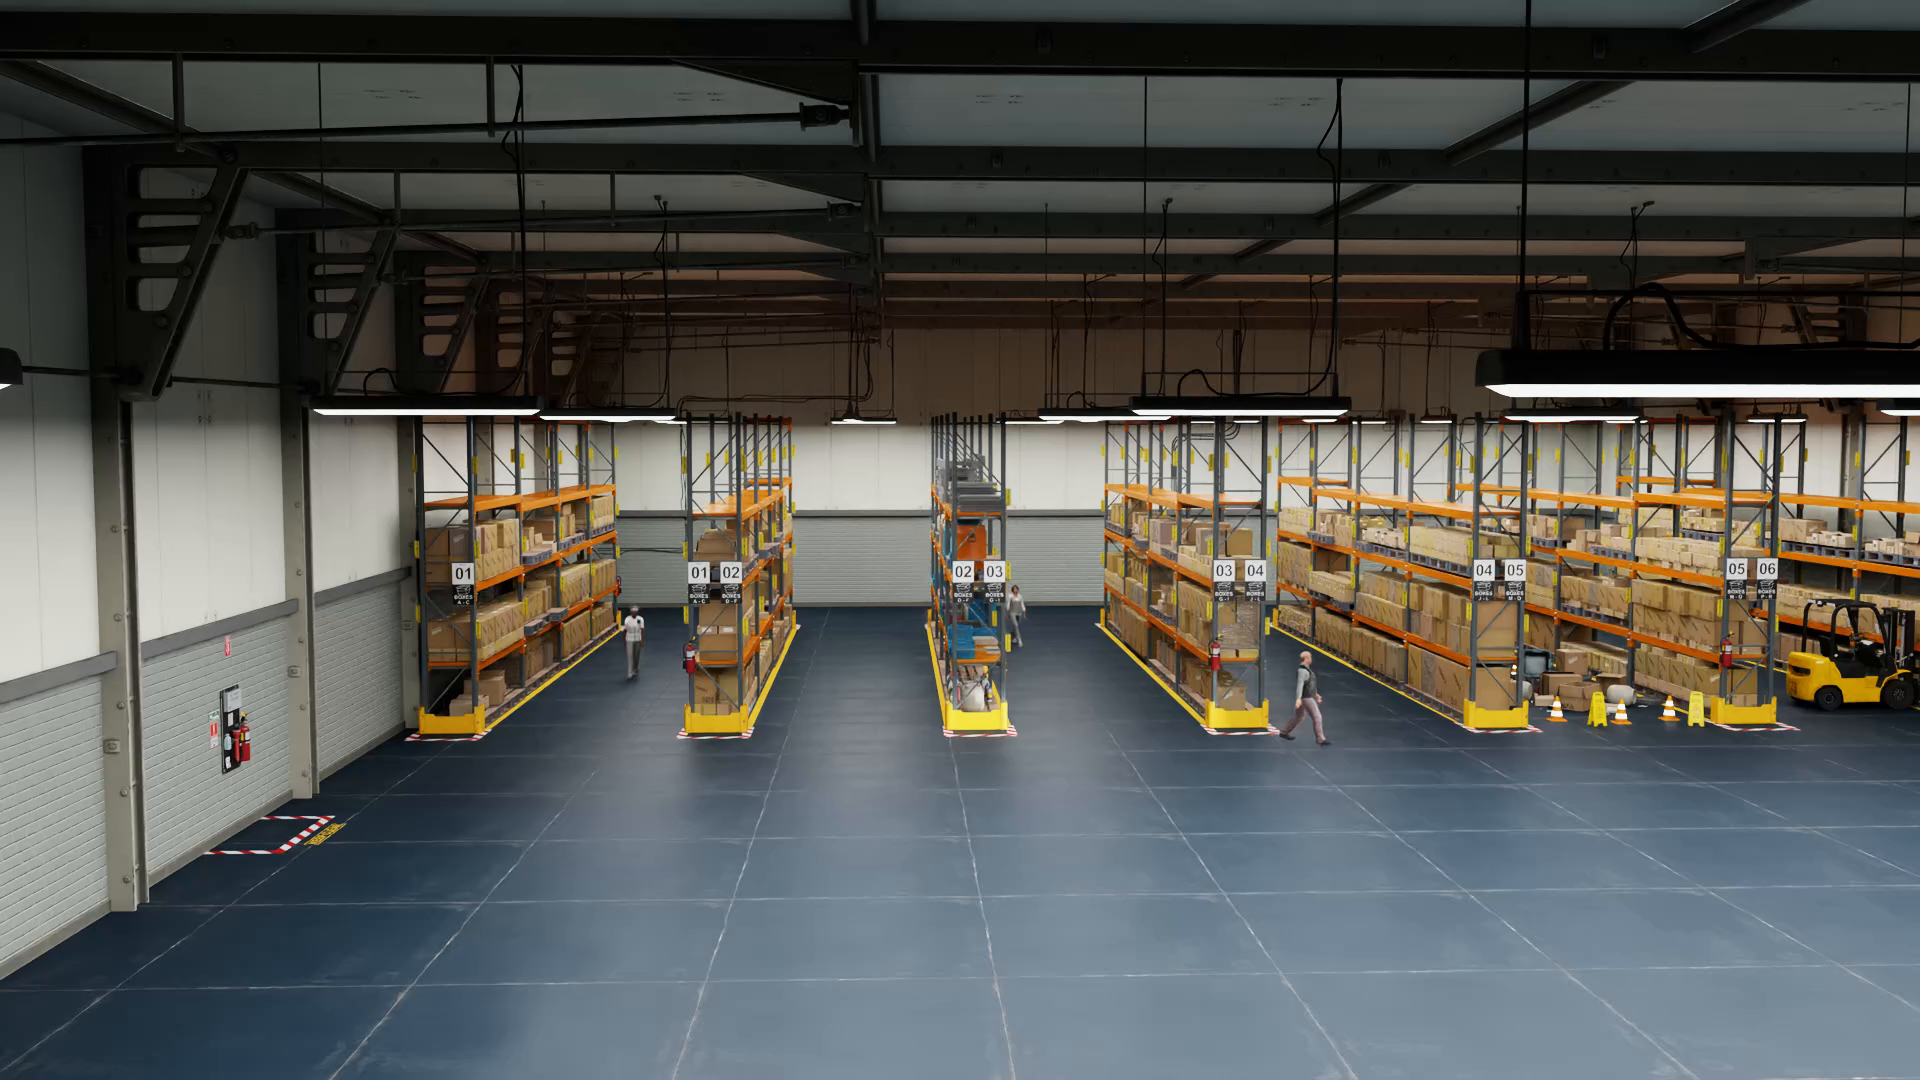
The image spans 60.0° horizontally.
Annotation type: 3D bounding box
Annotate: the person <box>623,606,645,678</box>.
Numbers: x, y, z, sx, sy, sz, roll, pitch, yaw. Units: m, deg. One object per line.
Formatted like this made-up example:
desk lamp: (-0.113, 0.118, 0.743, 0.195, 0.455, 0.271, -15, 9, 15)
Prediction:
person: (-7.441, 2.306, 37.934, 0.500, 1.623, 0.961, -2, 4, -23)

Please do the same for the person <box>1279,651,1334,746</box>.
person: (6.263, 2.853, 30.030, 0.969, 1.687, 0.556, 1, 4, 9)

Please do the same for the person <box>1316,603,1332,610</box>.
person: (10.616, 1.509, 49.079, 1.099, 1.738, 0.578, -1, 4, -9)

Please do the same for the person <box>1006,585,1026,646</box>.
person: (1.498, 1.960, 43.590, 0.457, 1.542, 0.933, -2, 4, -26)
